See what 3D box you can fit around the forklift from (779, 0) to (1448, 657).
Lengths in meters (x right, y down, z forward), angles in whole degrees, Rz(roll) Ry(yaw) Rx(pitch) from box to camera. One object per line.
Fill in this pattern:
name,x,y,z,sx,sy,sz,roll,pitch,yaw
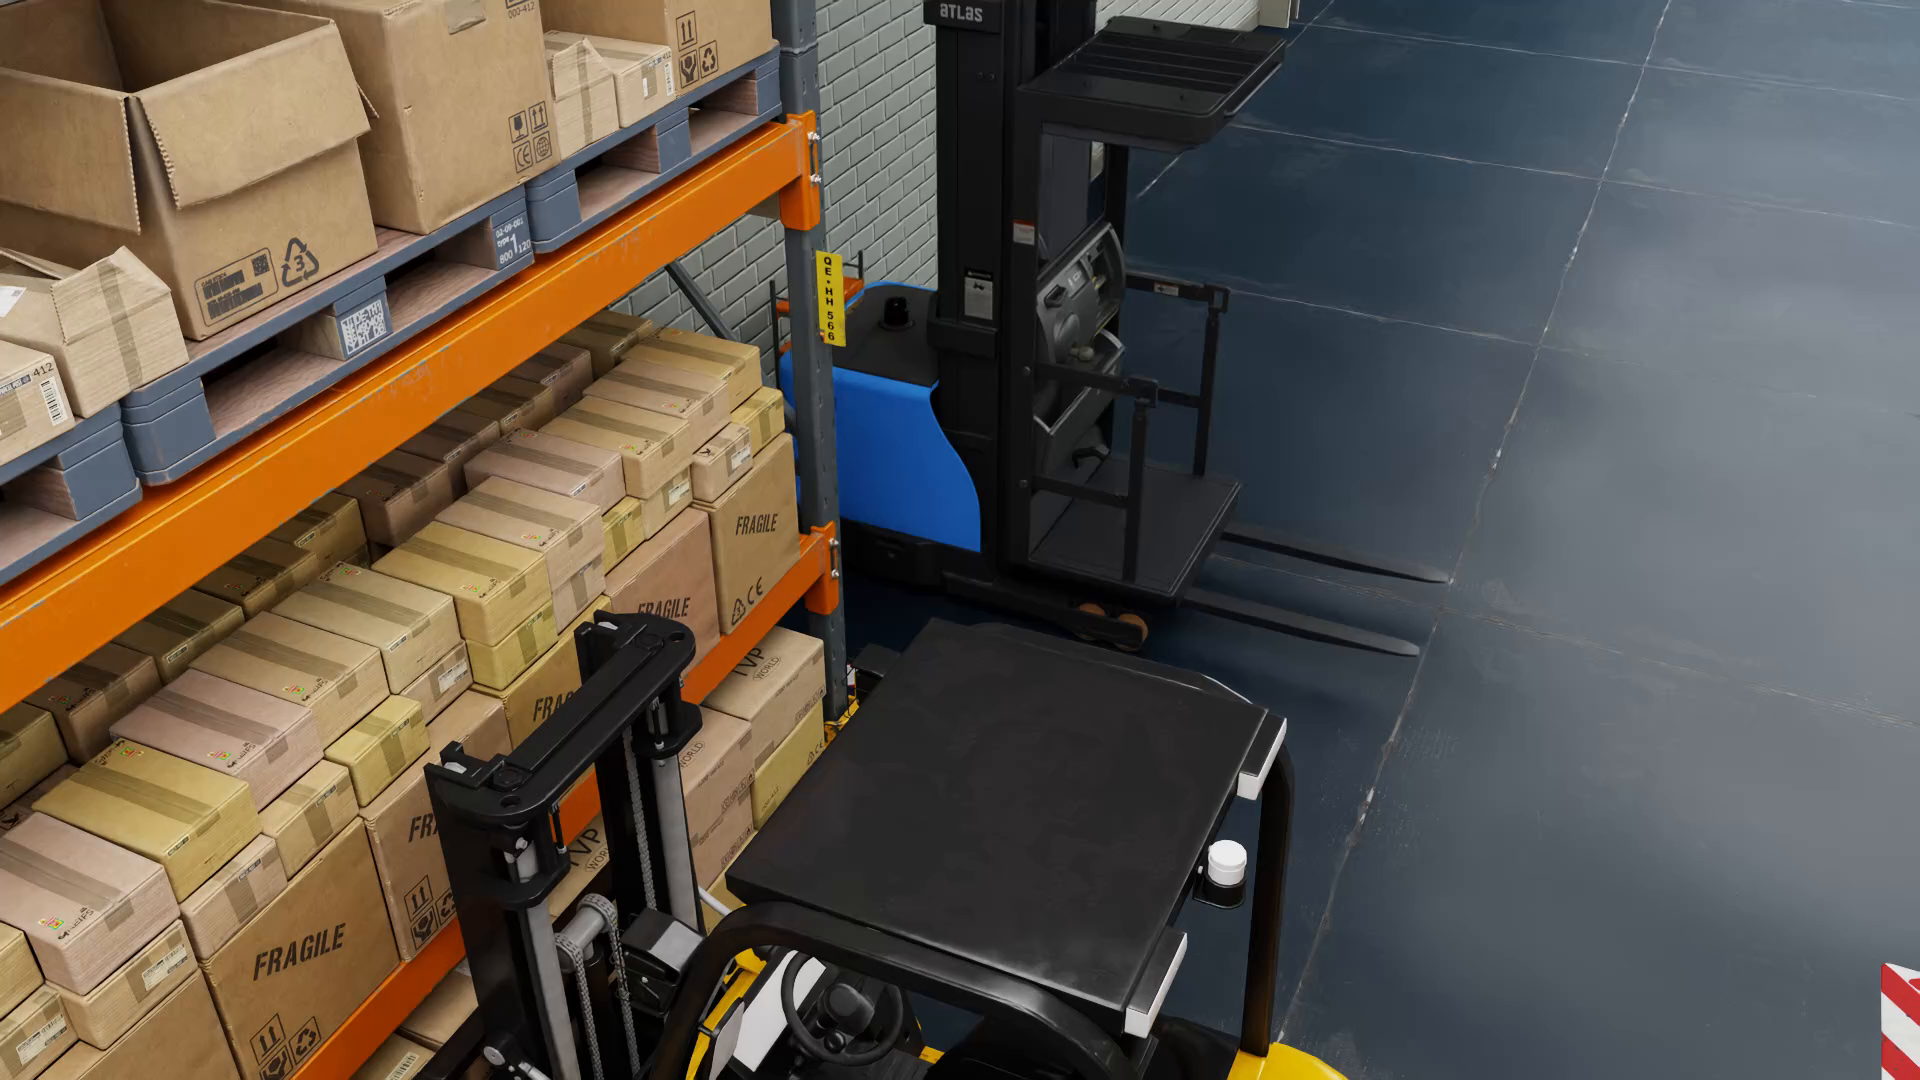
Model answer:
forklift,0.715,-1.059,7.191,3.031,2.935,1.130,14,36,21

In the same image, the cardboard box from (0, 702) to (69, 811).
cardboard box,-2.311,0.476,3.835,0.380,0.149,0.250,14,36,20

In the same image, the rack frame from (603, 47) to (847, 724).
rack frame,-0.913,-0.336,6.028,1.000,3.000,0.127,14,36,20

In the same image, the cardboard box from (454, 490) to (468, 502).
cardboard box,-1.615,-0.158,5.073,0.380,0.149,0.250,13,35,19

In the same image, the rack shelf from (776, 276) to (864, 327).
rack shelf,-0.697,-1.161,8.210,0.258,0.148,0.480,15,36,21

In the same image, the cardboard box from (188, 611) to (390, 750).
cardboard box,-1.628,0.340,4.043,0.380,0.149,0.250,14,36,21

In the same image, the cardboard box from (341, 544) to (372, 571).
cardboard box,-1.893,0.084,4.704,0.380,0.149,0.250,15,36,22

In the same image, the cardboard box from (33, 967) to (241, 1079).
cardboard box,-1.961,1.190,3.609,0.500,0.500,0.500,15,36,21

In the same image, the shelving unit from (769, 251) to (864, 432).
shelving unit,-0.697,-0.833,8.426,0.258,1.200,0.503,15,36,21

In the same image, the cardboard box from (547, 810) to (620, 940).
cardboard box,-1.232,1.030,5.157,0.500,0.250,0.500,15,36,21

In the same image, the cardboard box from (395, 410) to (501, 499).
cardboard box,-1.602,-0.278,4.985,0.380,0.149,0.250,14,36,21

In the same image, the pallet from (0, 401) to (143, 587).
pallet,-2.253,0.008,2.848,1.003,0.211,1.213,14,36,20

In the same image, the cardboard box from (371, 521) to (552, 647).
cardboard box,-1.314,0.111,4.390,0.380,0.149,0.250,15,36,21

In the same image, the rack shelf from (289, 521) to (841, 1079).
rack shelf,-1.749,0.960,4.706,1.077,0.370,4.000,14,36,20

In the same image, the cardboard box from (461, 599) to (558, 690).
cardboard box,-1.318,0.232,4.478,0.380,0.149,0.250,14,36,21

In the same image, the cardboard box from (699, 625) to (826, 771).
cardboard box,-0.822,0.521,5.933,0.500,0.250,0.500,15,36,22

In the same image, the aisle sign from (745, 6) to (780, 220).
aisle sign,-0.618,-1.389,5.262,0.394,0.787,0.004,14,36,20

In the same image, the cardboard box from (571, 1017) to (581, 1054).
cardboard box,-1.462,1.500,4.895,0.500,0.250,0.500,14,36,20

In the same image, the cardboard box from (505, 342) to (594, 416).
cardboard box,-1.415,-0.538,5.380,0.380,0.149,0.250,15,36,22

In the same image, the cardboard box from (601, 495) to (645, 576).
cardboard box,-1.161,-0.042,4.896,0.380,0.149,0.250,14,36,20

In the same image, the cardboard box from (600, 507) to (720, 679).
cardboard box,-1.106,0.183,5.144,0.500,0.500,0.500,15,36,22

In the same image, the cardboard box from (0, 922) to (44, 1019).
cardboard box,-2.057,0.848,3.268,0.380,0.149,0.250,14,36,20

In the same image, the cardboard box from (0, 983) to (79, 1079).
cardboard box,-2.023,0.979,3.339,0.380,0.149,0.250,14,36,20

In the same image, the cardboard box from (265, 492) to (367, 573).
cardboard box,-1.889,-0.033,4.611,0.380,0.149,0.250,13,36,19

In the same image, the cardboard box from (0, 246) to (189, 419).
cardboard box,-1.689,-0.429,3.082,0.396,0.266,0.258,13,36,19

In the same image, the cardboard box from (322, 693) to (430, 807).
cardboard box,-1.549,0.479,4.102,0.380,0.149,0.250,13,36,20

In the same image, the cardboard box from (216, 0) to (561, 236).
cardboard box,-1.396,-1.087,3.871,0.700,0.500,0.500,14,36,21

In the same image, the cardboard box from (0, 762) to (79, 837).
cardboard box,-2.231,0.621,3.885,0.380,0.149,0.250,15,36,22

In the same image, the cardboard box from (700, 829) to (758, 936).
cardboard box,-1.039,1.190,5.825,0.500,0.250,0.500,14,36,20

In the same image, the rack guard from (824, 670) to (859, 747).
rack guard,-0.903,0.697,6.731,1.175,0.500,0.348,14,36,20

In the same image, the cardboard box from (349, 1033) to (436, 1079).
cardboard box,-1.678,1.540,4.378,0.500,0.250,0.500,15,36,22

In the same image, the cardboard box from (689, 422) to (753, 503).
cardboard box,-0.883,-0.278,5.256,0.380,0.149,0.250,15,36,21

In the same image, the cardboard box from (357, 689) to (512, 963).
cardboard box,-1.520,0.692,4.369,0.500,0.500,0.500,14,36,21

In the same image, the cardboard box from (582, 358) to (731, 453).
cardboard box,-0.946,-0.417,5.197,0.380,0.149,0.250,14,36,21

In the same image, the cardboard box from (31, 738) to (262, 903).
cardboard box,-1.772,0.607,3.634,0.380,0.149,0.250,14,36,20

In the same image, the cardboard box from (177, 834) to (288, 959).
cardboard box,-1.742,0.743,3.699,0.380,0.149,0.250,14,36,20

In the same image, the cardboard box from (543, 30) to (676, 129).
cardboard box,-0.984,-1.221,4.396,0.380,0.149,0.250,13,35,19

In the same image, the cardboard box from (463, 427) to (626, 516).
cardboard box,-1.203,-0.174,4.825,0.380,0.149,0.250,14,36,21

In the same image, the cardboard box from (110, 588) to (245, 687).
cardboard box,-2.028,0.241,4.194,0.380,0.149,0.250,15,36,22

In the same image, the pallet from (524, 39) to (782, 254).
pallet,-1.232,-1.208,4.701,1.003,0.211,1.213,14,36,20

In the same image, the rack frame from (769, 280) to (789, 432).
rack frame,-0.801,-0.712,8.241,0.240,1.200,0.015,15,36,21

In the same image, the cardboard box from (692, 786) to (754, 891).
cardboard box,-1.052,0.990,5.673,0.500,0.250,0.500,14,36,20
